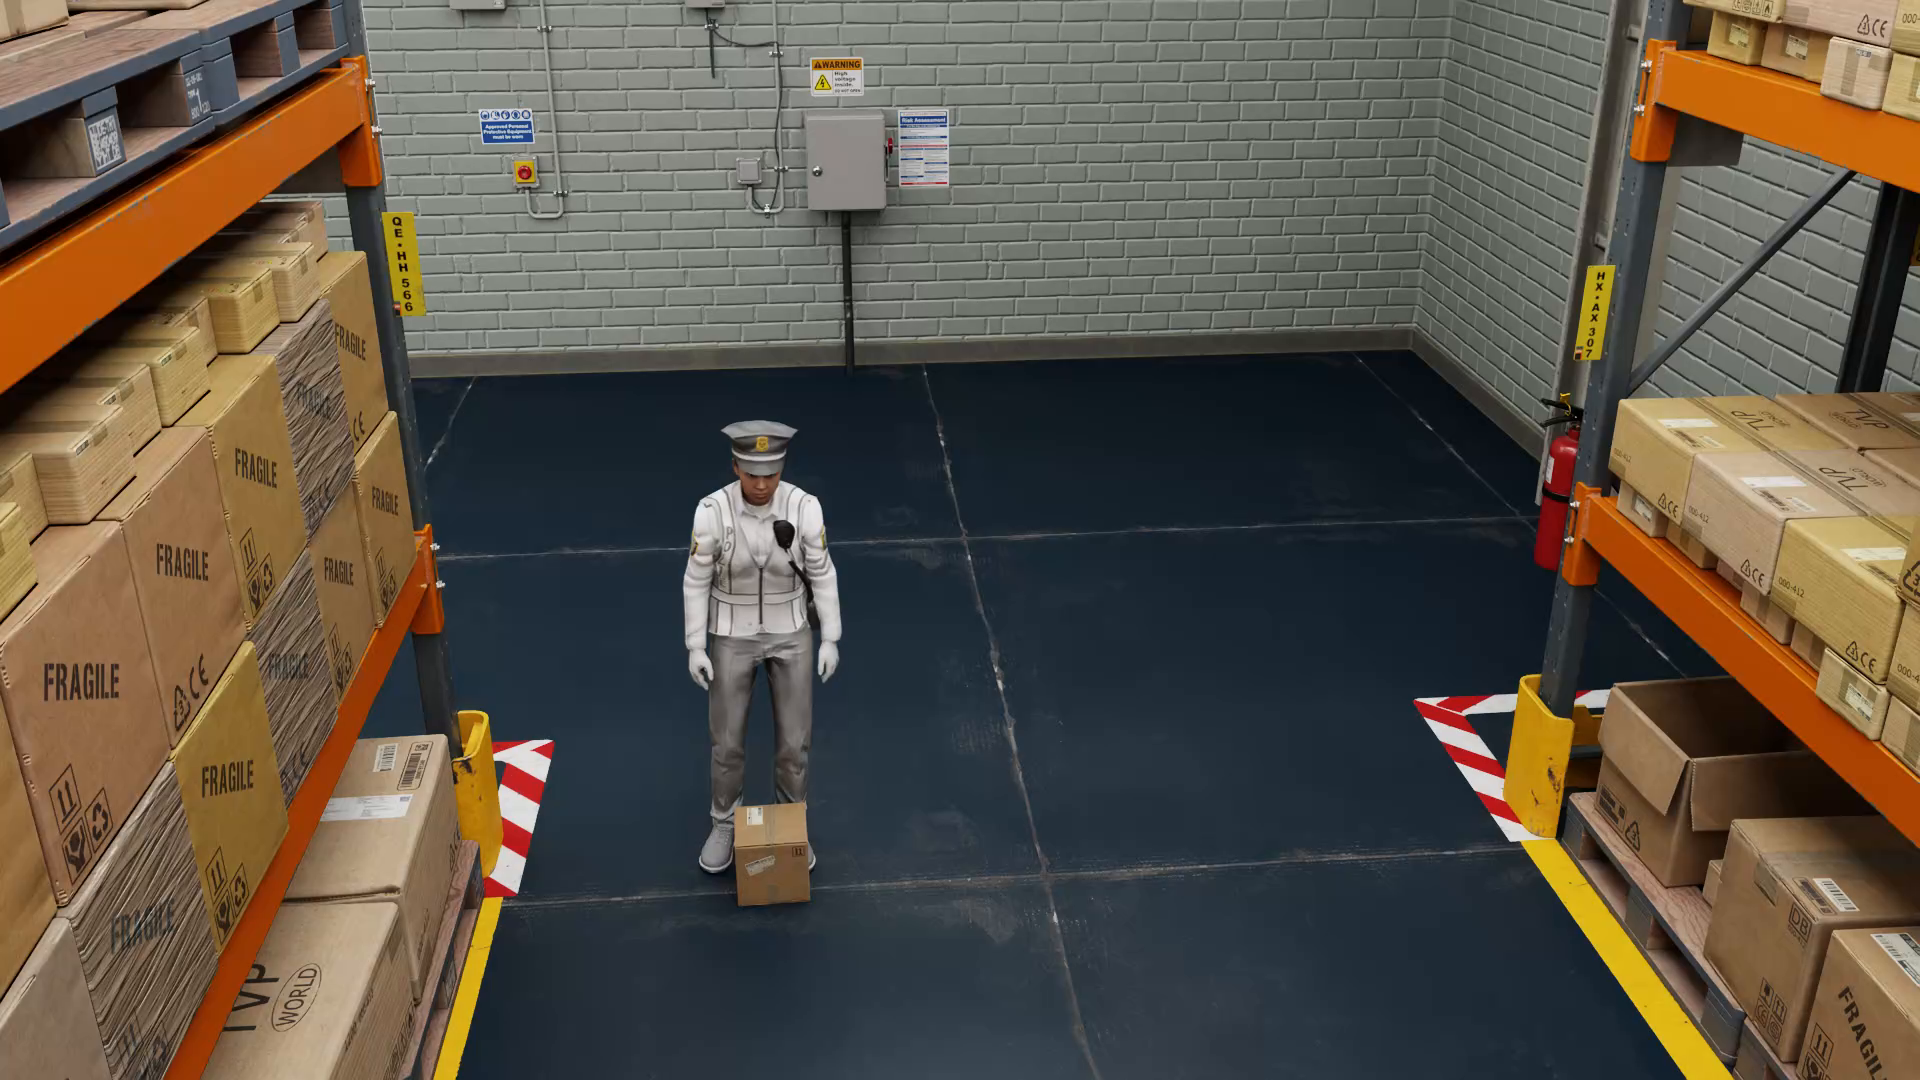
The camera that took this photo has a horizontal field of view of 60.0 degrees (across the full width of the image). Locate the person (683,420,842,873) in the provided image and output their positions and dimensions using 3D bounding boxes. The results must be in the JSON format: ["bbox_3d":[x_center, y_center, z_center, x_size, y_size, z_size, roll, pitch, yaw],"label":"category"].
[{"bbox_3d":[-0.680,0.368,5.761,0.545,1.667,0.407,-3,24,-7],"label":"person"}]
